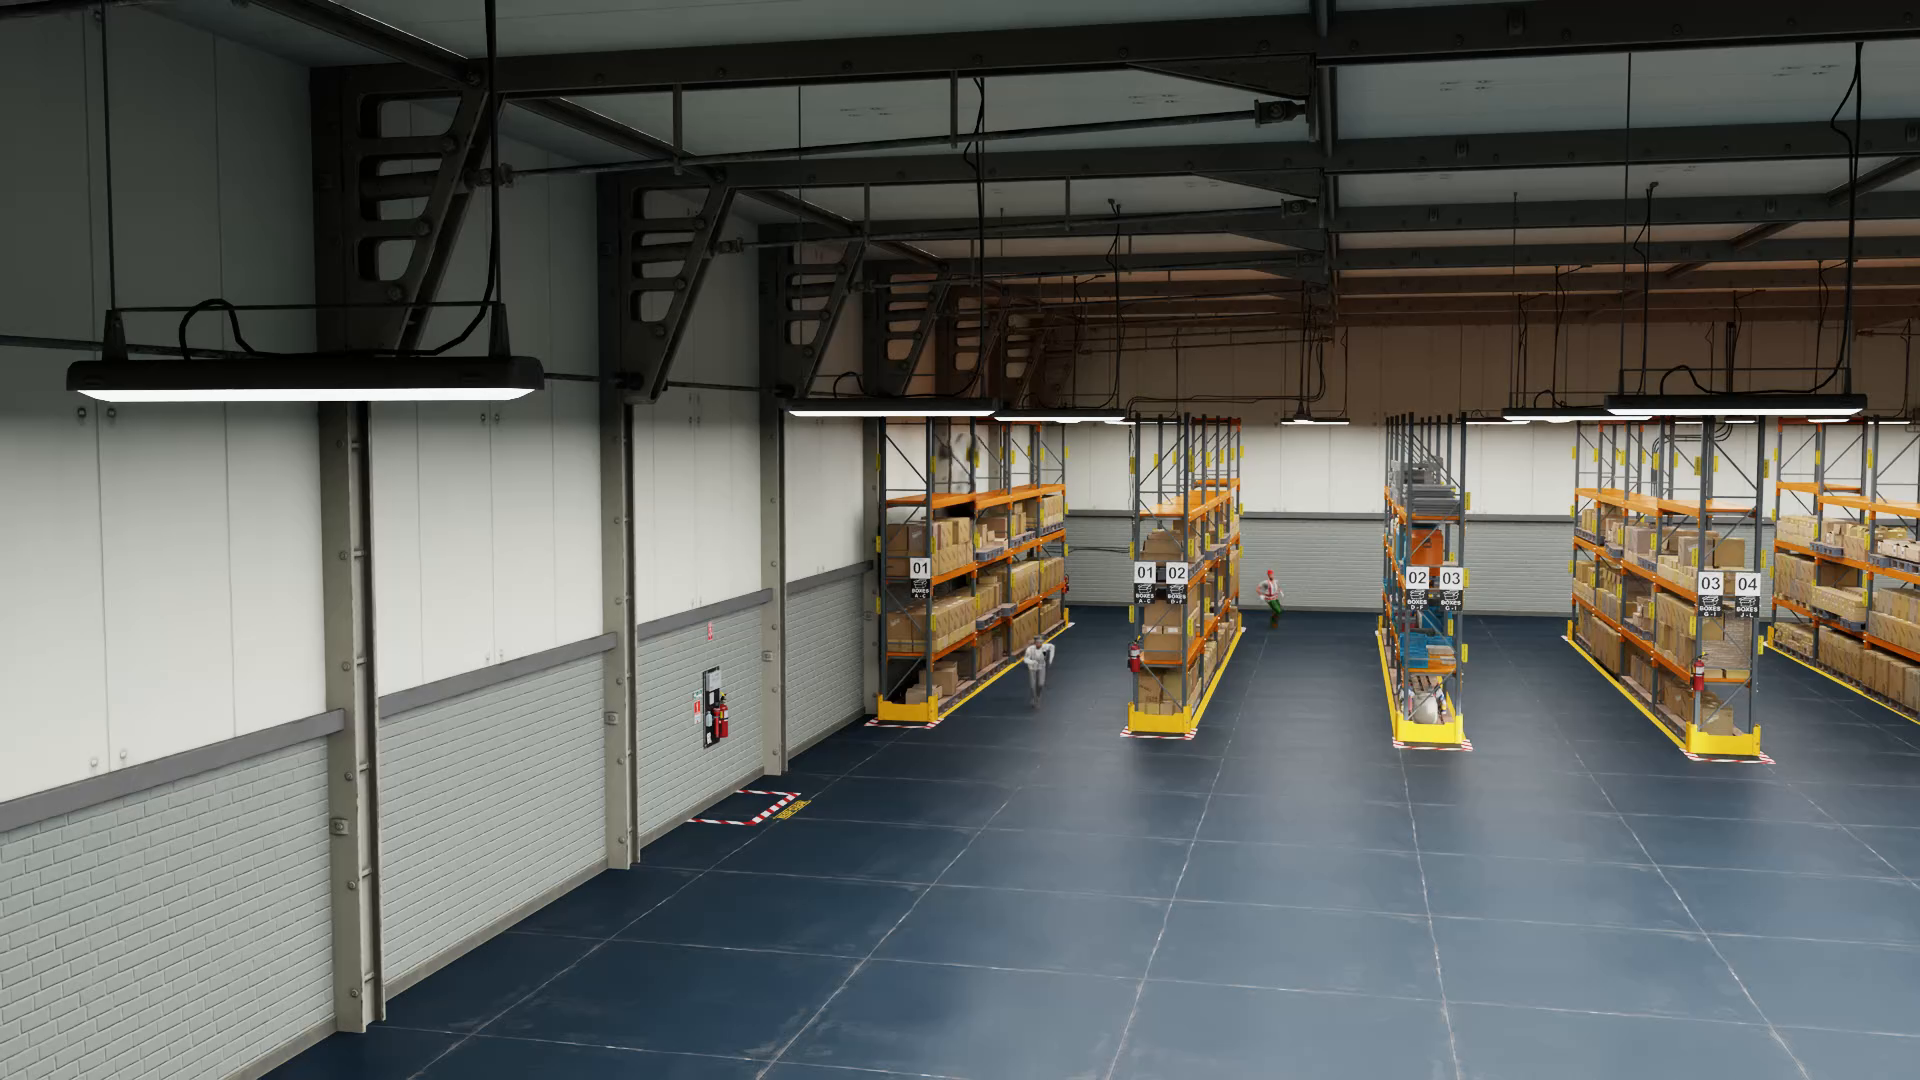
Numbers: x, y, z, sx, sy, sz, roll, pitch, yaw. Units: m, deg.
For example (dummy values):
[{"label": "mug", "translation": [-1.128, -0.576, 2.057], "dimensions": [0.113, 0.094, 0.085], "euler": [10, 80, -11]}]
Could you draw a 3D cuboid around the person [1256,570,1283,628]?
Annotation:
[{"label": "person", "translation": [8.864, 1.686, 47.238], "dimensions": [0.782, 1.689, 0.628], "euler": [-3, 5, -37]}]

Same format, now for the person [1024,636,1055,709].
[{"label": "person", "translation": [1.607, 2.673, 33.861], "dimensions": [0.649, 1.529, 0.913], "euler": [0, 4, -4]}]
